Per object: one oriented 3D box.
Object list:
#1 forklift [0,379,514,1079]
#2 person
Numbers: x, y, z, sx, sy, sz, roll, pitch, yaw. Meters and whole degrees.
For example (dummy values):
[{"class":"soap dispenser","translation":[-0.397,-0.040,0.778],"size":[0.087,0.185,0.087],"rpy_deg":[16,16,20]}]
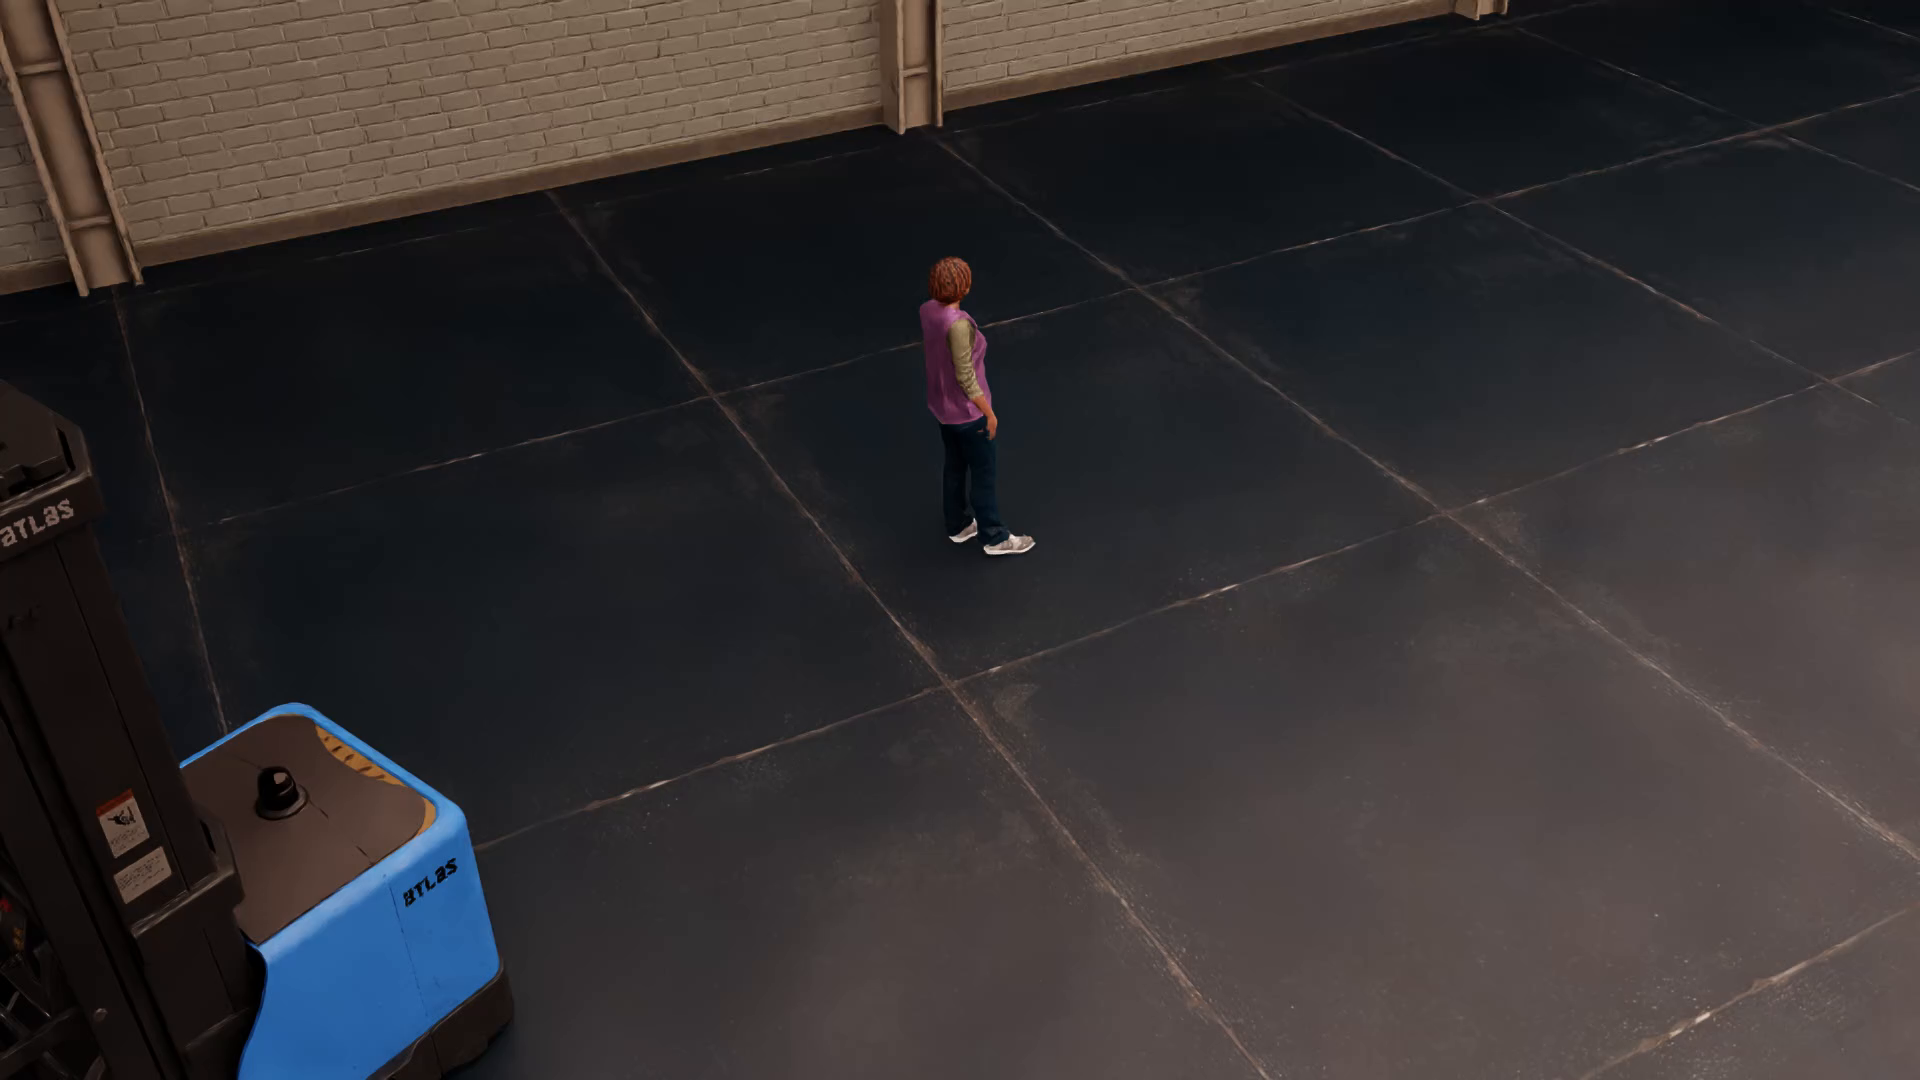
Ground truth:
[{"class":"forklift","translation":[-2.932,1.086,4.587],"size":[1.130,2.935,3.031],"rpy_deg":[24,42,30]},{"class":"person","translation":[0.072,-0.671,8.216],"size":[0.474,1.597,0.520],"rpy_deg":[-17,39,-23]}]
